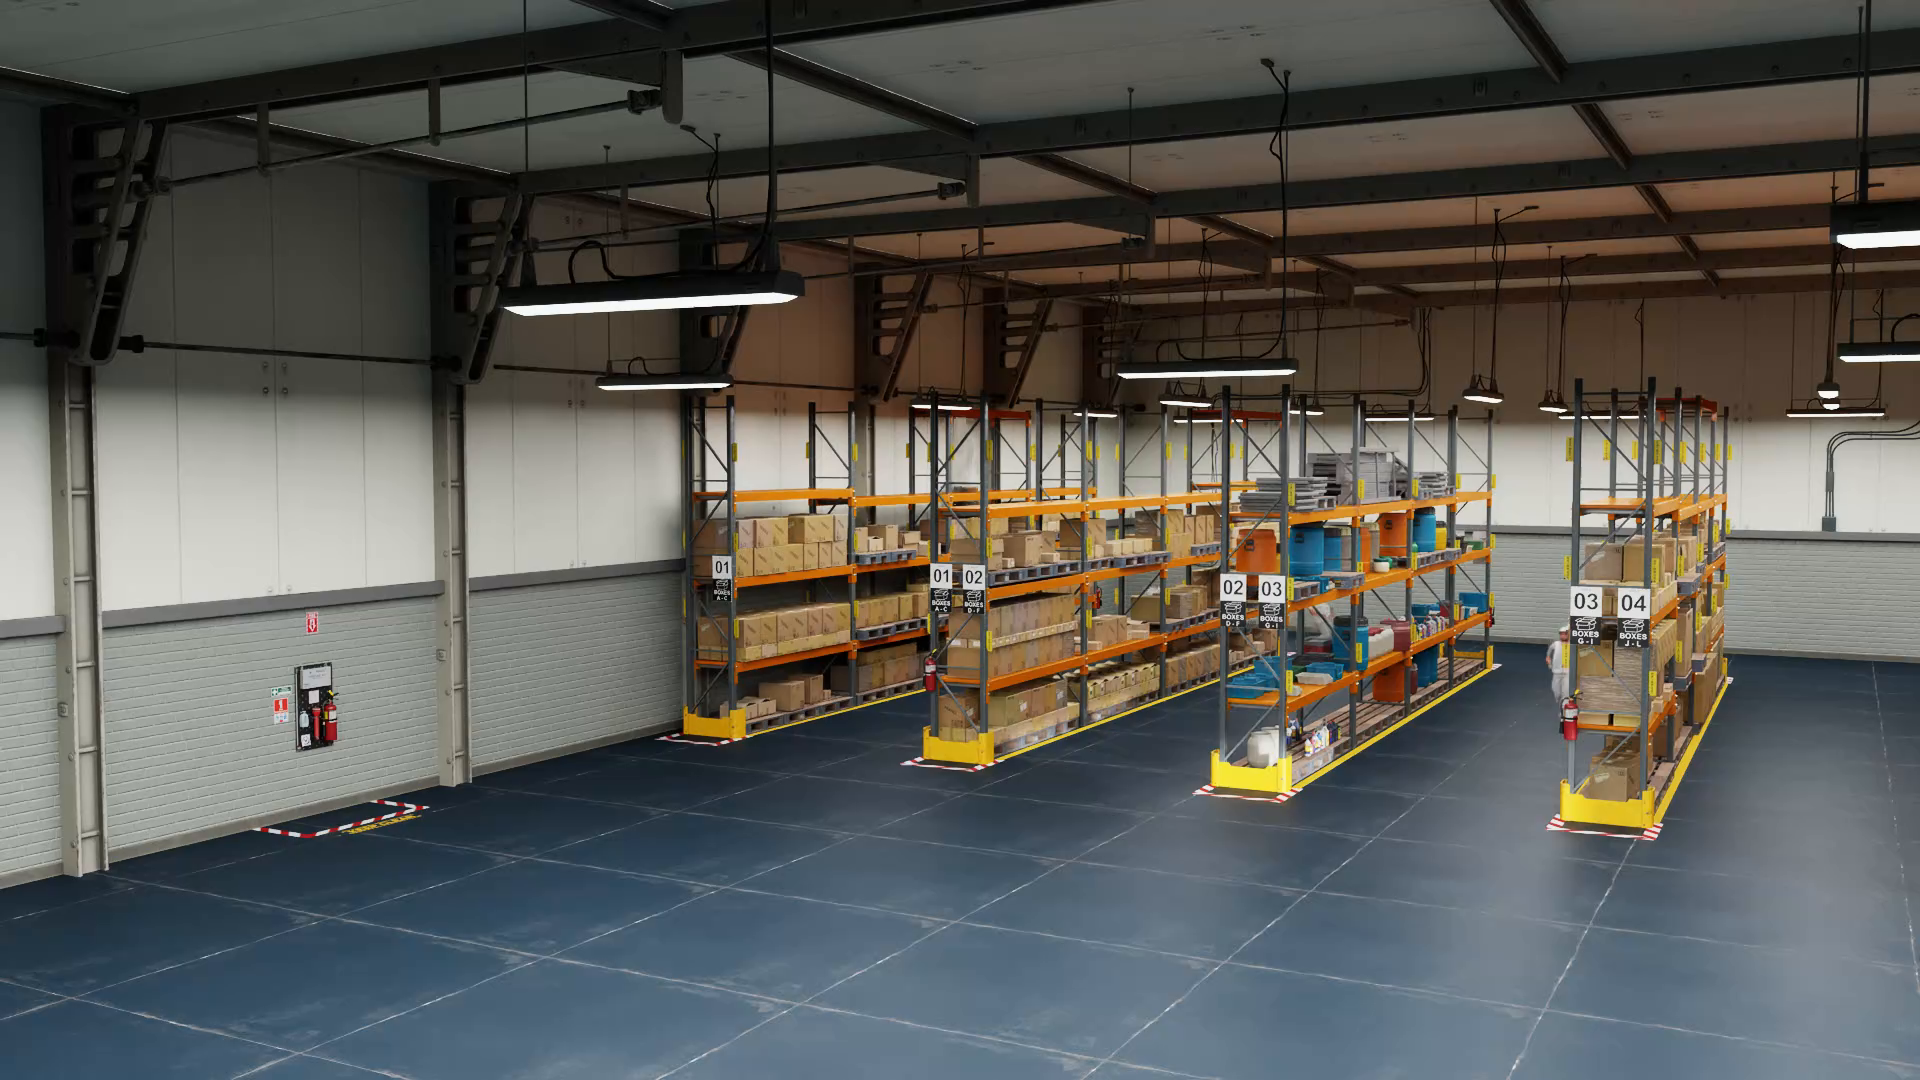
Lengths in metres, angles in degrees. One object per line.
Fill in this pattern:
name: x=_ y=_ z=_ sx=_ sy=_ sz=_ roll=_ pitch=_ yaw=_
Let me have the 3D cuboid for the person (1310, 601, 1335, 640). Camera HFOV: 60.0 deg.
person: x=9.033 y=1.995 z=41.382 sx=0.527 sy=1.718 sz=0.726 roll=3 pitch=4 yaw=44

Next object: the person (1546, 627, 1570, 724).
person: x=11.210 y=2.492 z=30.849 sx=0.655 sy=1.766 sz=0.889 roll=1 pitch=3 yaw=26
